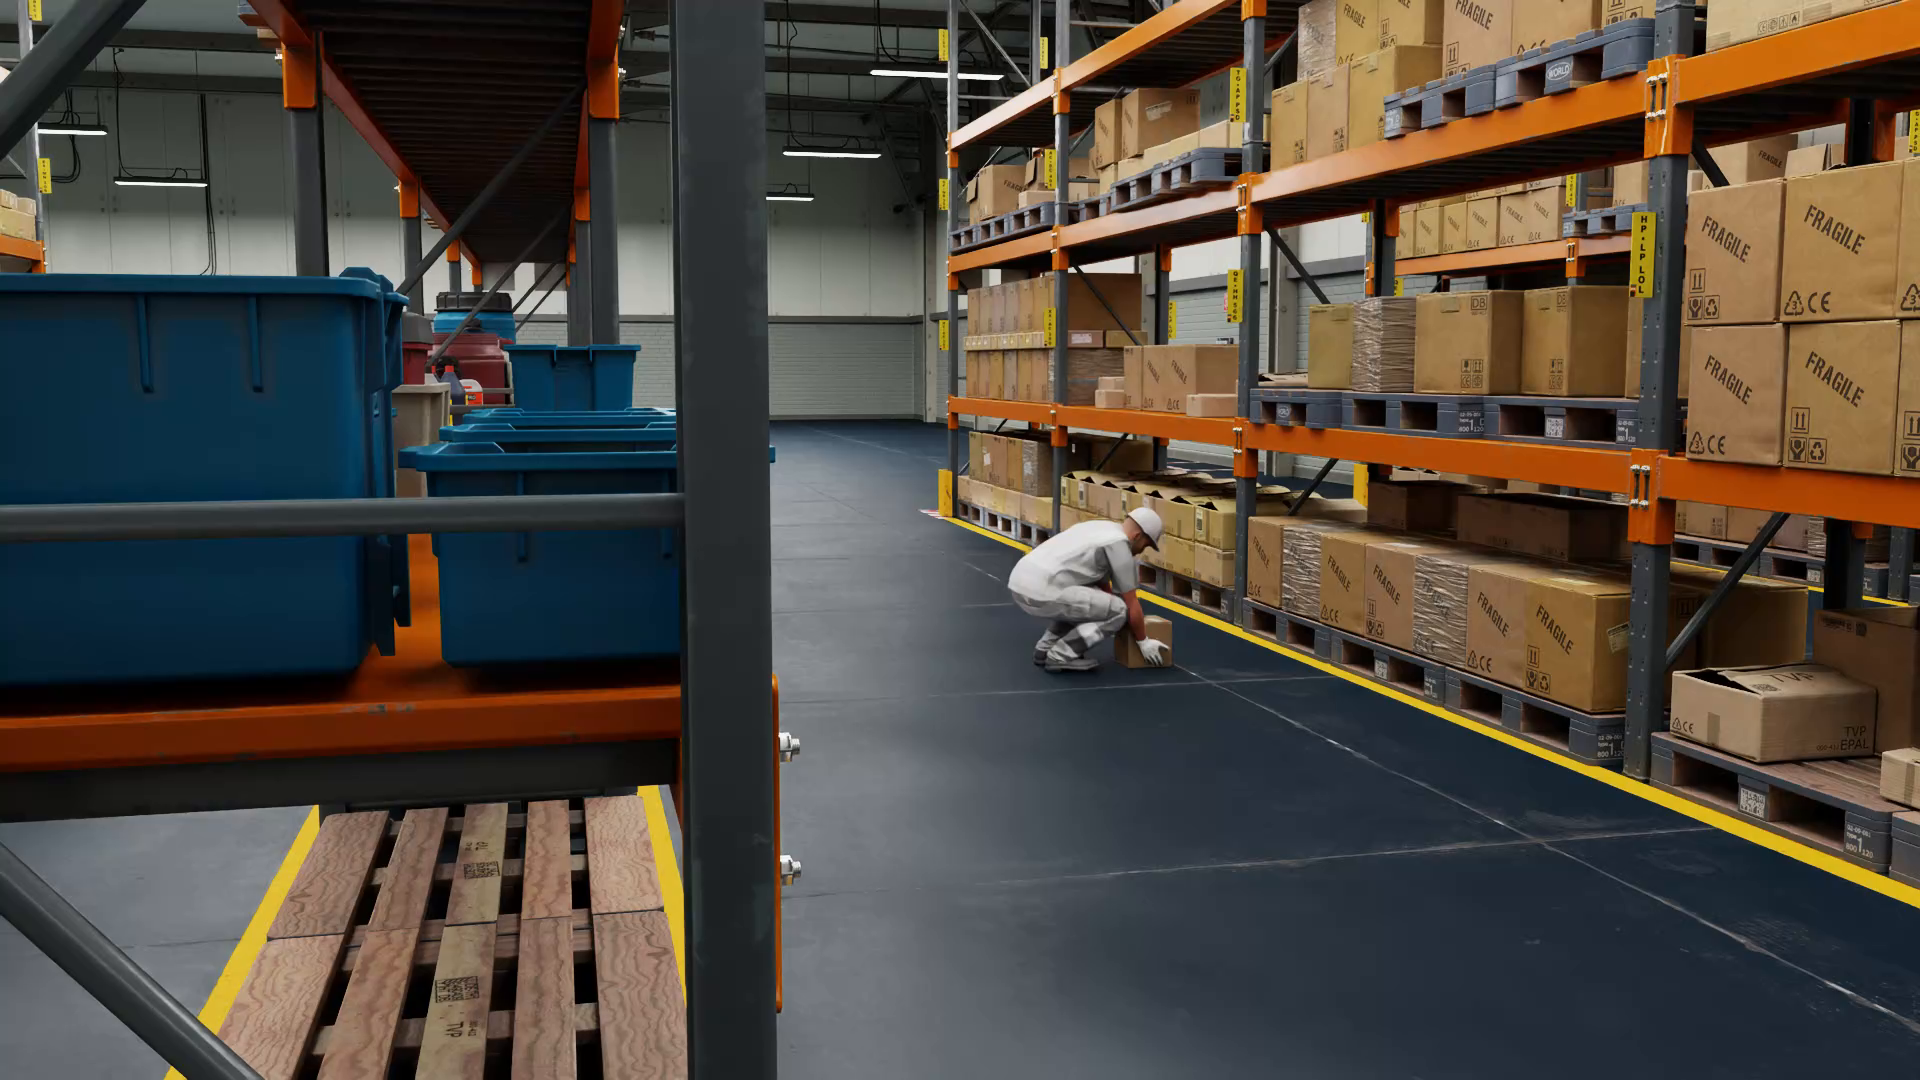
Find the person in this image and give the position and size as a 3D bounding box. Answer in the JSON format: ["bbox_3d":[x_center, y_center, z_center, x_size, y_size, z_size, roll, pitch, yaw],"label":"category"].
[{"bbox_3d":[0.705,0.269,9.159,0.889,0.879,0.562,-1,6,-14],"label":"person"}]
